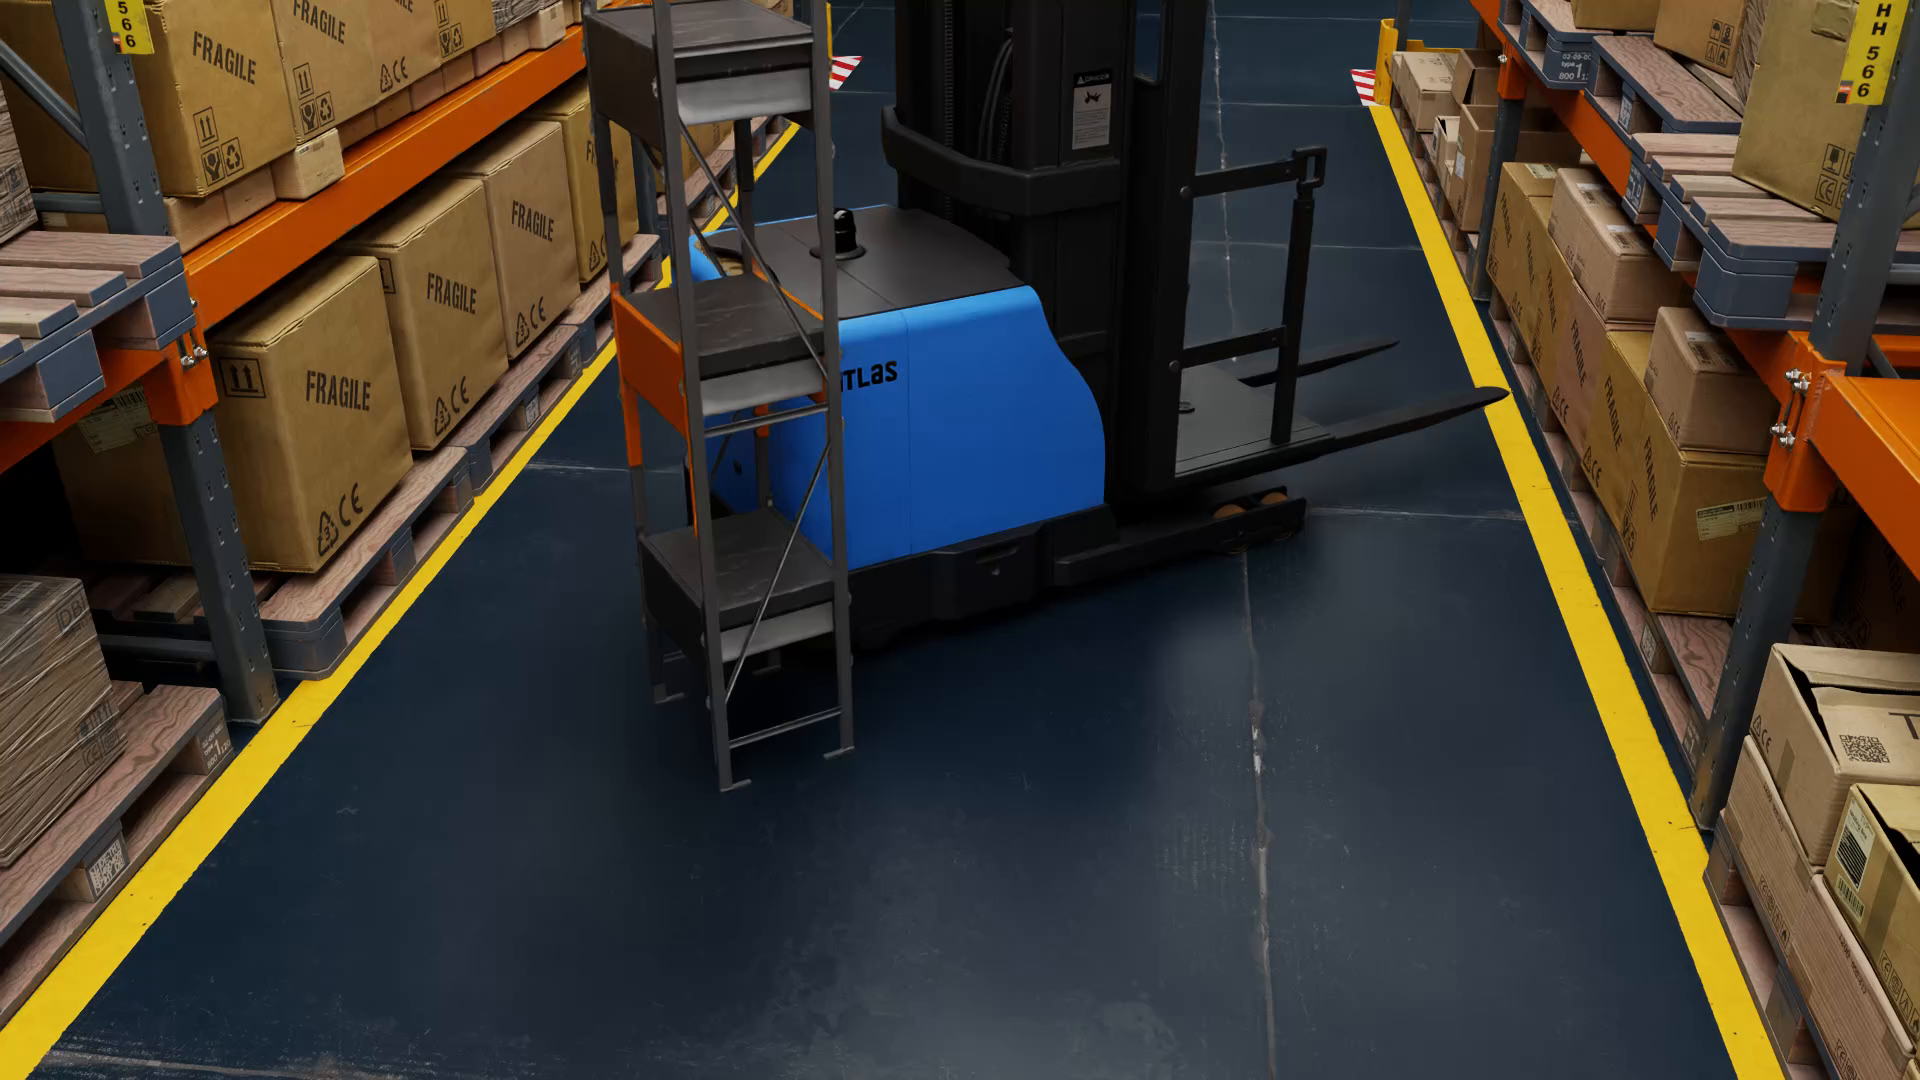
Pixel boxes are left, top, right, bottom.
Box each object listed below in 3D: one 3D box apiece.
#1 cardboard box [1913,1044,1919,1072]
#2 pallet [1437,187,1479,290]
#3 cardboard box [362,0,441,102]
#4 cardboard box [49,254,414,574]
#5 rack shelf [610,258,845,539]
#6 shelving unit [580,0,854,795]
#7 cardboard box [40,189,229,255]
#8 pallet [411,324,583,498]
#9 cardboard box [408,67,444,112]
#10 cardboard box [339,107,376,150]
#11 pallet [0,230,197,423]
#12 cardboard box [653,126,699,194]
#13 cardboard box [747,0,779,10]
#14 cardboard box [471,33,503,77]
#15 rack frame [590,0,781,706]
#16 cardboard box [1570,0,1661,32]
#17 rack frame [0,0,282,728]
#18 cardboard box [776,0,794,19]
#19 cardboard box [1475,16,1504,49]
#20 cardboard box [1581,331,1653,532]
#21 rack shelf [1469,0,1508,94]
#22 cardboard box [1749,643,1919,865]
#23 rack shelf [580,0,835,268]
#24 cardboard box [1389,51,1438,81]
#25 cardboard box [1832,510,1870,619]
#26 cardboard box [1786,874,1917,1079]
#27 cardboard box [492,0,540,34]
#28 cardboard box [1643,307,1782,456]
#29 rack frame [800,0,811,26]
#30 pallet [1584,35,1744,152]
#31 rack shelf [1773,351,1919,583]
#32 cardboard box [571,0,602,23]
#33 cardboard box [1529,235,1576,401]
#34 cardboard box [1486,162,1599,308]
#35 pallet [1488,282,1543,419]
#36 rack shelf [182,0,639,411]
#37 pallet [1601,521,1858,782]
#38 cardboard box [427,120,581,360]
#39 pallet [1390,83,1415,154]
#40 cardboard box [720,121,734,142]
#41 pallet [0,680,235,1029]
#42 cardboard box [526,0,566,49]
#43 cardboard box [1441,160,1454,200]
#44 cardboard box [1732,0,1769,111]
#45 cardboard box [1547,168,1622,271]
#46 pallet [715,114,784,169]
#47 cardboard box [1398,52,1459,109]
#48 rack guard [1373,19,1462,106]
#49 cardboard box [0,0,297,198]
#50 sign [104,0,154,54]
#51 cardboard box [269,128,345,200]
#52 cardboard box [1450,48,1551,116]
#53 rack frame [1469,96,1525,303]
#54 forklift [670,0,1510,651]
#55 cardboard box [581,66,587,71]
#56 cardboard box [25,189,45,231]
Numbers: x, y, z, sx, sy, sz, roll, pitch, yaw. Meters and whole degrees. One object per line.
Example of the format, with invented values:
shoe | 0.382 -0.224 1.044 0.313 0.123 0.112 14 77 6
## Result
cardboard box | 1.953 0.940 2.708 0.500 0.311 0.500 3 28 5
pallet | 3.004 -1.535 8.376 1.003 0.211 1.213 3 28 6
cardboard box | -2.039 -1.720 5.339 0.500 0.500 0.500 3 28 6
cardboard box | -2.267 -0.419 5.190 0.750 0.750 0.750 3 28 6
rack shelf | -0.595 -0.377 4.265 0.431 0.518 0.480 -15 32 -26
shelving unit | -0.595 -0.389 4.259 0.431 2.100 0.503 -15 32 -26
cardboard box | -2.217 -0.882 4.469 0.380 0.149 0.250 3 28 5
pallet | -2.164 -0.554 6.556 1.003 0.211 1.213 3 28 6
cardboard box | -2.040 -1.605 5.810 0.380 0.149 0.250 4 29 6
cardboard box | -2.130 -1.369 5.372 0.380 0.149 0.250 4 29 7
pallet | -2.469 -0.416 3.562 1.213 0.211 1.003 3 28 6
cardboard box | -1.804 -2.156 8.782 0.700 0.500 0.500 4 29 7
cardboard box | -1.359 -3.451 10.503 0.380 0.149 0.250 4 29 8
cardboard box | -1.957 -1.852 6.270 0.380 0.149 0.250 3 28 5
rack frame | -0.717 -0.489 4.445 0.400 2.100 0.015 -15 32 -26
cardboard box | 2.618 -2.131 5.994 0.700 0.500 0.500 8 29 14
rack frame | -2.488 -0.842 4.151 1.000 3.000 0.127 3 28 6
cardboard box | -1.494 -3.357 11.012 0.700 0.500 0.500 3 28 6
cardboard box | 3.587 -3.145 10.597 0.500 0.500 0.500 3 28 6
cardboard box | 2.375 -0.347 5.403 0.500 0.500 0.500 2 28 4
rack shelf | 3.164 -3.064 9.033 1.077 0.370 4.000 3 28 6
cardboard box | 2.074 0.452 3.614 0.500 0.311 0.500 4 29 8
rack shelf | -0.595 -0.993 3.933 0.431 0.518 0.480 -15 32 -26
cardboard box | 3.017 -3.084 10.853 0.380 0.149 0.250 3 28 6
cardboard box | 2.827 -0.094 4.933 0.500 0.500 0.500 2 28 4
cardboard box | 2.013 0.935 3.307 0.500 0.250 0.500 3 28 5
cardboard box | -1.927 -2.200 6.232 0.500 0.500 0.500 3 29 6
cardboard box | 2.314 -0.460 4.823 0.500 0.250 0.500 4 29 8
rack frame | -1.507 -4.608 11.141 1.000 3.000 0.127 3 28 6
pallet | 2.663 -1.388 5.365 1.003 0.211 1.213 3 28 6
rack shelf | 2.184 0.702 2.043 1.077 0.370 4.000 3 28 6
cardboard box | -1.765 -2.328 7.152 0.380 0.149 0.250 4 29 7
cardboard box | 2.495 -0.832 6.304 0.500 0.500 0.500 4 29 7
cardboard box | 2.618 -1.319 7.207 0.500 0.500 0.500 2 28 4
pallet | 2.857 -0.826 7.062 1.003 0.211 1.213 3 28 6
rack shelf | -2.242 -1.467 6.069 1.077 0.370 4.000 3 28 6
pallet | 2.558 0.322 4.930 1.003 0.211 1.213 3 28 6
cardboard box | -2.054 -1.232 6.697 0.750 0.750 0.750 4 29 8
pallet | 3.303 -2.683 10.508 1.003 0.211 1.213 3 28 6
cardboard box | -1.674 -2.634 9.668 0.700 0.500 0.500 4 29 7
pallet | -2.585 0.753 4.130 1.003 0.211 1.213 3 28 6
cardboard box | -1.816 -2.081 6.693 0.380 0.149 0.250 3 28 6
cardboard box | 2.694 -1.842 8.549 0.380 0.149 0.250 3 28 6
cardboard box | 2.696 -1.508 4.838 0.700 0.500 0.500 9 30 16
cardboard box | 2.496 -1.178 6.156 0.500 0.250 0.500 3 29 6
pallet | -1.680 -2.427 10.032 1.003 0.211 1.213 3 28 6
cardboard box | 3.000 -2.830 10.276 0.500 0.250 0.500 3 28 6
rack guard | 3.400 -3.186 11.136 1.175 0.500 0.348 3 28 6
cardboard box | -2.174 -1.240 4.449 0.500 0.500 0.500 4 29 8
sign | -1.948 -1.290 3.845 0.100 0.325 0.005 3 28 6
cardboard box | -2.061 -1.120 4.911 0.380 0.149 0.250 4 29 8
cardboard box | 3.144 -2.419 9.245 0.797 0.503 0.637 3 28 6
rack frame | 2.919 -2.439 7.115 1.000 3.000 0.127 3 28 6
forklift | 0.607 -1.446 5.343 3.031 2.935 1.130 -15 32 -25
cardboard box | -2.019 -2.385 8.523 0.380 0.149 0.250 3 28 6
cardboard box | -2.702 -0.909 4.518 0.380 0.149 0.250 4 29 7
